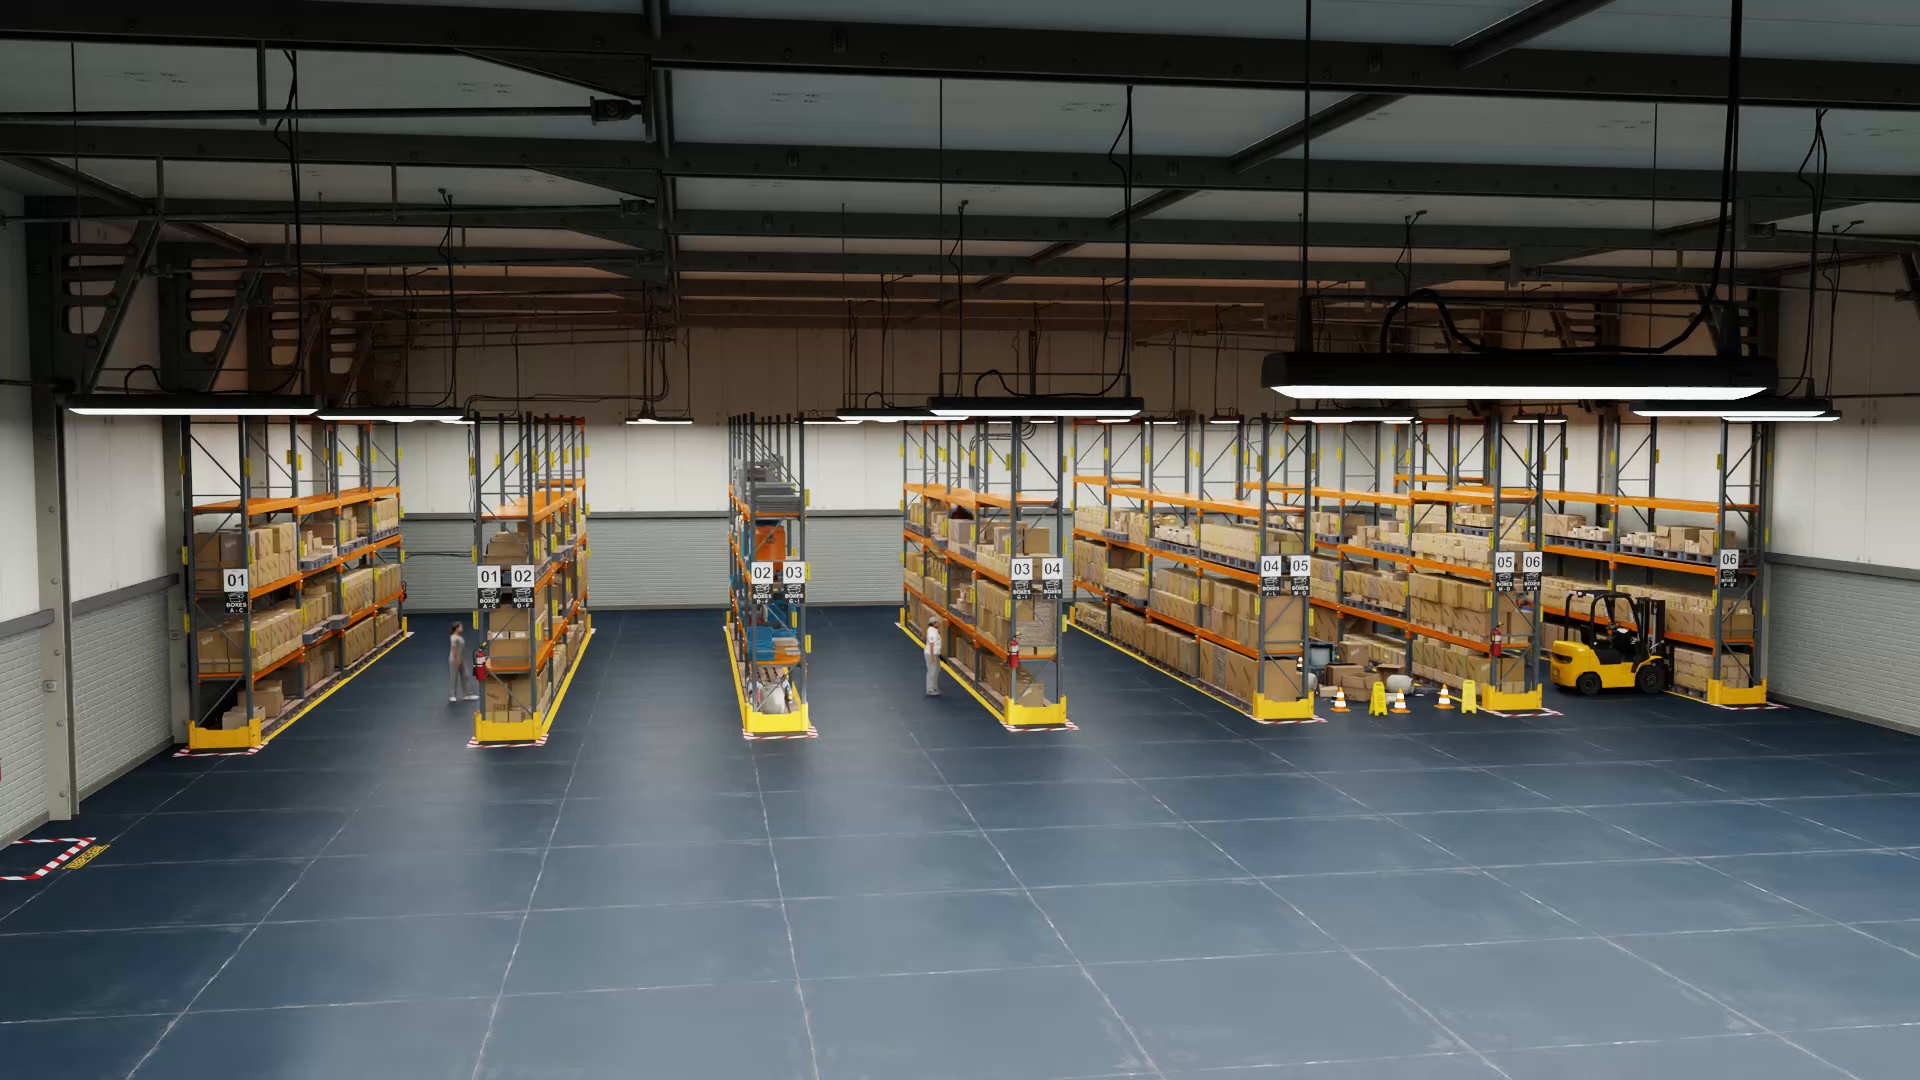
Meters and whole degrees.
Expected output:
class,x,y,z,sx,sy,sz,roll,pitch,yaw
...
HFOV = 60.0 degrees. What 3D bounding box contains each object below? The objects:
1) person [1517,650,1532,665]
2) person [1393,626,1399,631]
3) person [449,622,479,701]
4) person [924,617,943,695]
class,x,y,z,sx,sy,sz,roll,pitch,yaw
person,13.460,2.496,39.899,0.372,1.020,0.817,-1,4,-20
person,12.155,1.662,46.127,0.431,1.738,0.598,1,4,14
person,-10.437,2.532,34.767,0.569,1.666,0.485,1,4,17
person,-0.567,2.497,35.641,0.419,1.710,0.548,0,4,1
